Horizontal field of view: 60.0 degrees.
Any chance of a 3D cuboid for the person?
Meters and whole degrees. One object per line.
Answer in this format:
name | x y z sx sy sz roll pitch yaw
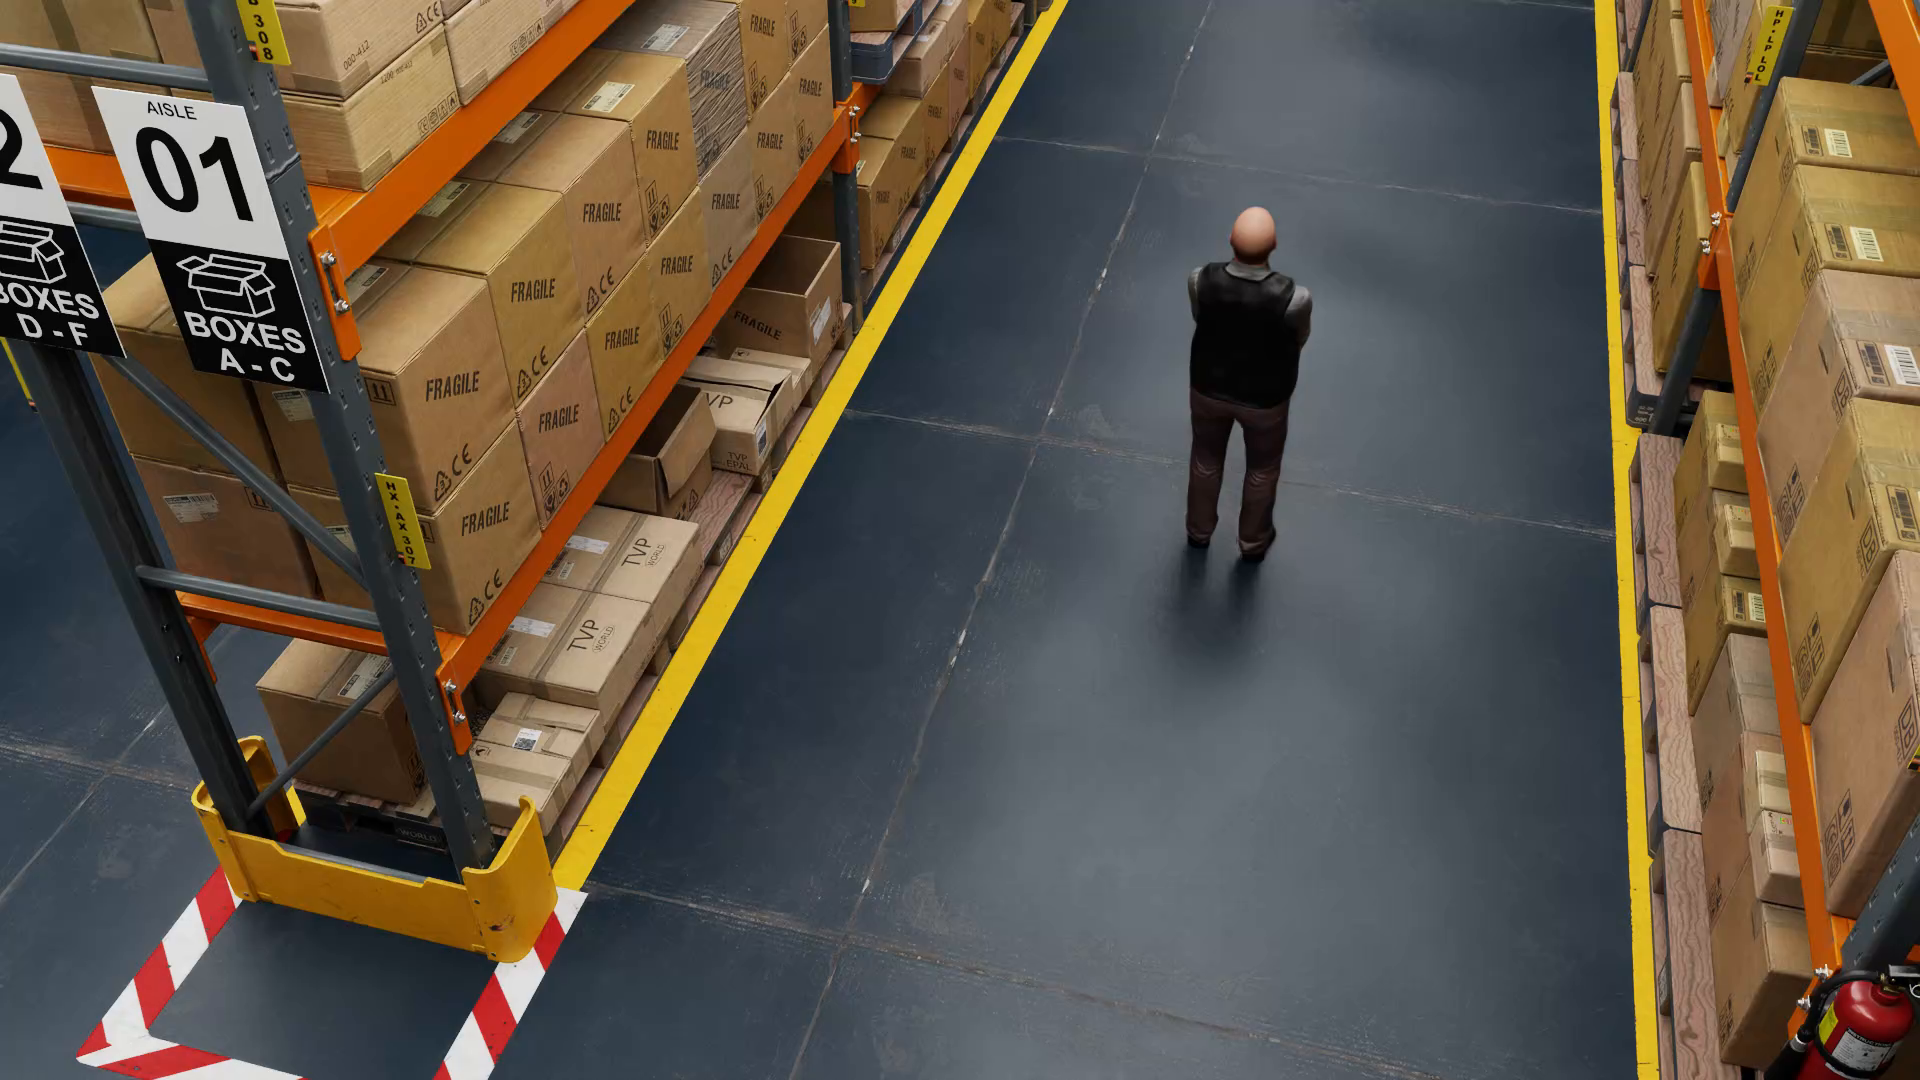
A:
person | 1.192 -0.683 6.968 0.500 1.722 0.536 15 43 17
